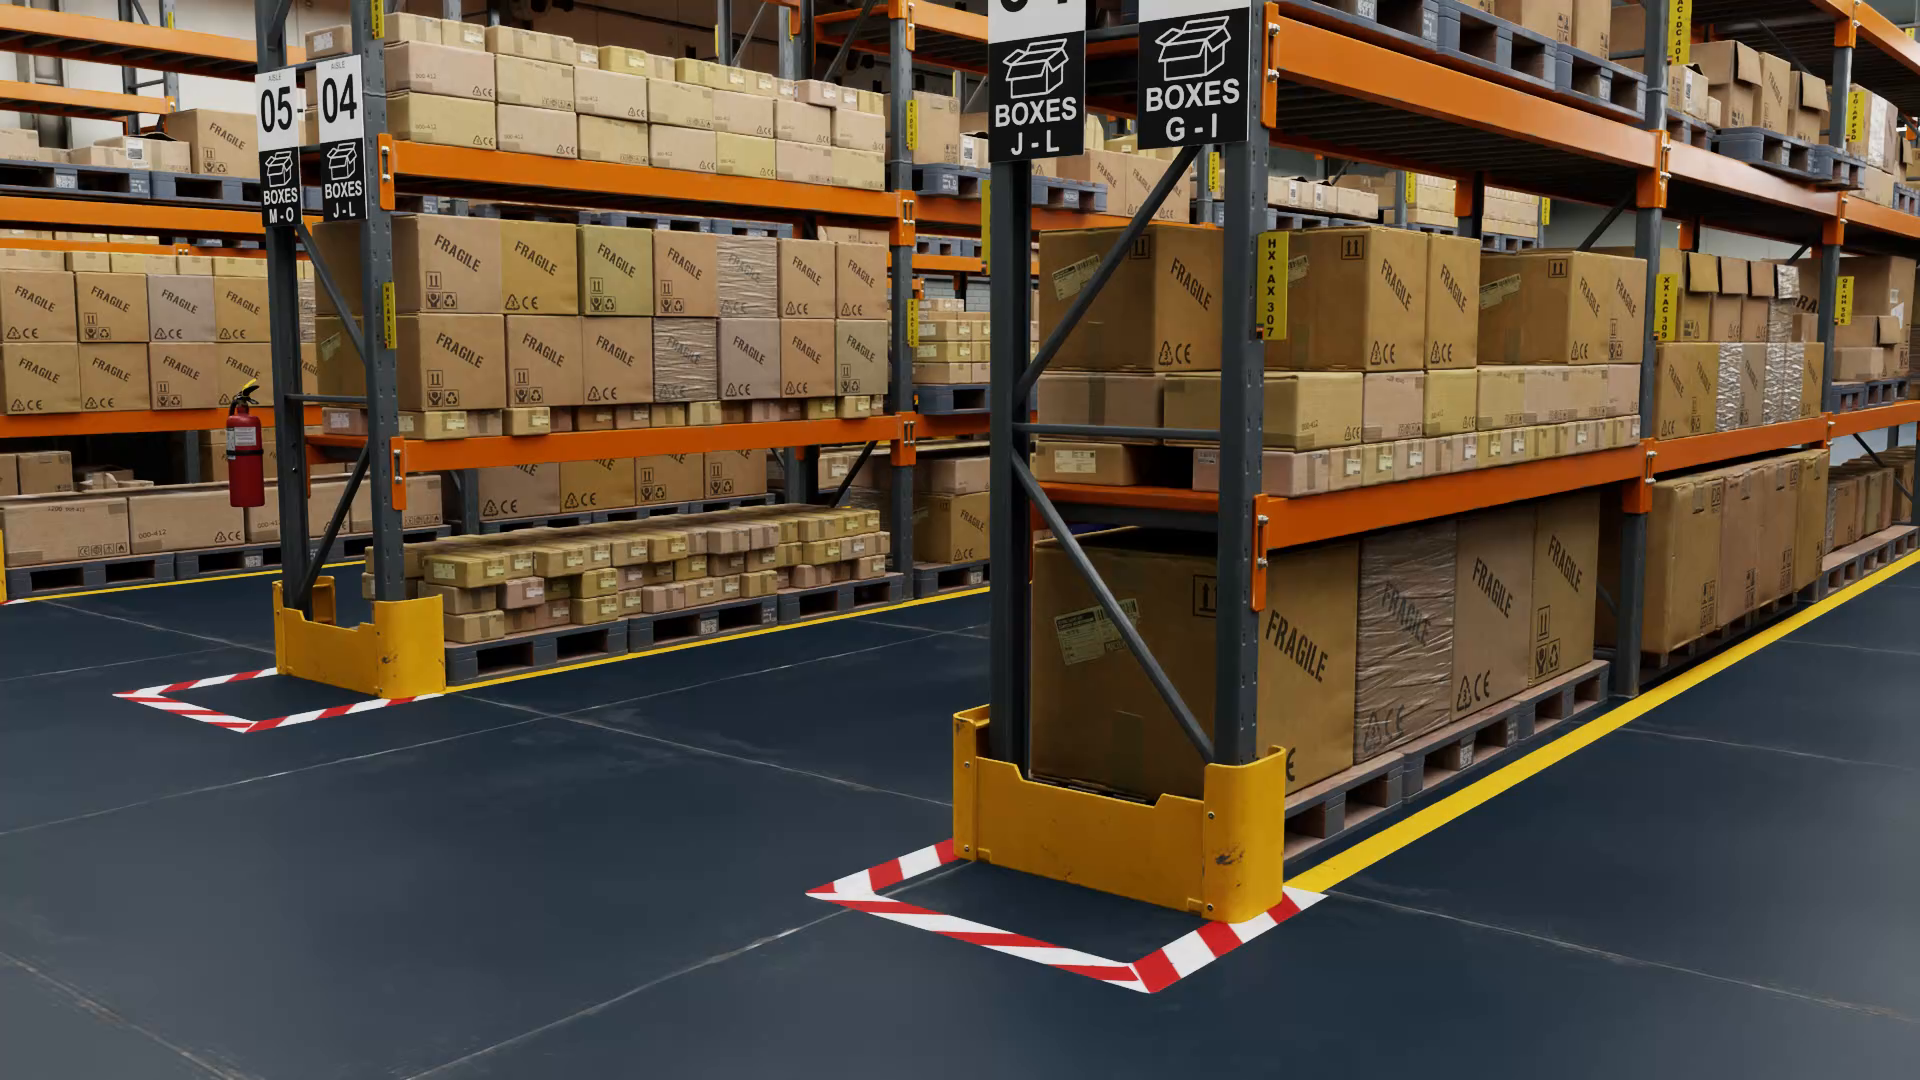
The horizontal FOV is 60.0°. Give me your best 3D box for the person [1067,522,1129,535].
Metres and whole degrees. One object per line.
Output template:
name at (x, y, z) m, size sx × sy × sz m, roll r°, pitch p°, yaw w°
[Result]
person at (0.756, -0.042, 8.706) m, size 0.580 × 1.656 × 0.498 m, roll -3°, pitch 8°, yaw -26°
